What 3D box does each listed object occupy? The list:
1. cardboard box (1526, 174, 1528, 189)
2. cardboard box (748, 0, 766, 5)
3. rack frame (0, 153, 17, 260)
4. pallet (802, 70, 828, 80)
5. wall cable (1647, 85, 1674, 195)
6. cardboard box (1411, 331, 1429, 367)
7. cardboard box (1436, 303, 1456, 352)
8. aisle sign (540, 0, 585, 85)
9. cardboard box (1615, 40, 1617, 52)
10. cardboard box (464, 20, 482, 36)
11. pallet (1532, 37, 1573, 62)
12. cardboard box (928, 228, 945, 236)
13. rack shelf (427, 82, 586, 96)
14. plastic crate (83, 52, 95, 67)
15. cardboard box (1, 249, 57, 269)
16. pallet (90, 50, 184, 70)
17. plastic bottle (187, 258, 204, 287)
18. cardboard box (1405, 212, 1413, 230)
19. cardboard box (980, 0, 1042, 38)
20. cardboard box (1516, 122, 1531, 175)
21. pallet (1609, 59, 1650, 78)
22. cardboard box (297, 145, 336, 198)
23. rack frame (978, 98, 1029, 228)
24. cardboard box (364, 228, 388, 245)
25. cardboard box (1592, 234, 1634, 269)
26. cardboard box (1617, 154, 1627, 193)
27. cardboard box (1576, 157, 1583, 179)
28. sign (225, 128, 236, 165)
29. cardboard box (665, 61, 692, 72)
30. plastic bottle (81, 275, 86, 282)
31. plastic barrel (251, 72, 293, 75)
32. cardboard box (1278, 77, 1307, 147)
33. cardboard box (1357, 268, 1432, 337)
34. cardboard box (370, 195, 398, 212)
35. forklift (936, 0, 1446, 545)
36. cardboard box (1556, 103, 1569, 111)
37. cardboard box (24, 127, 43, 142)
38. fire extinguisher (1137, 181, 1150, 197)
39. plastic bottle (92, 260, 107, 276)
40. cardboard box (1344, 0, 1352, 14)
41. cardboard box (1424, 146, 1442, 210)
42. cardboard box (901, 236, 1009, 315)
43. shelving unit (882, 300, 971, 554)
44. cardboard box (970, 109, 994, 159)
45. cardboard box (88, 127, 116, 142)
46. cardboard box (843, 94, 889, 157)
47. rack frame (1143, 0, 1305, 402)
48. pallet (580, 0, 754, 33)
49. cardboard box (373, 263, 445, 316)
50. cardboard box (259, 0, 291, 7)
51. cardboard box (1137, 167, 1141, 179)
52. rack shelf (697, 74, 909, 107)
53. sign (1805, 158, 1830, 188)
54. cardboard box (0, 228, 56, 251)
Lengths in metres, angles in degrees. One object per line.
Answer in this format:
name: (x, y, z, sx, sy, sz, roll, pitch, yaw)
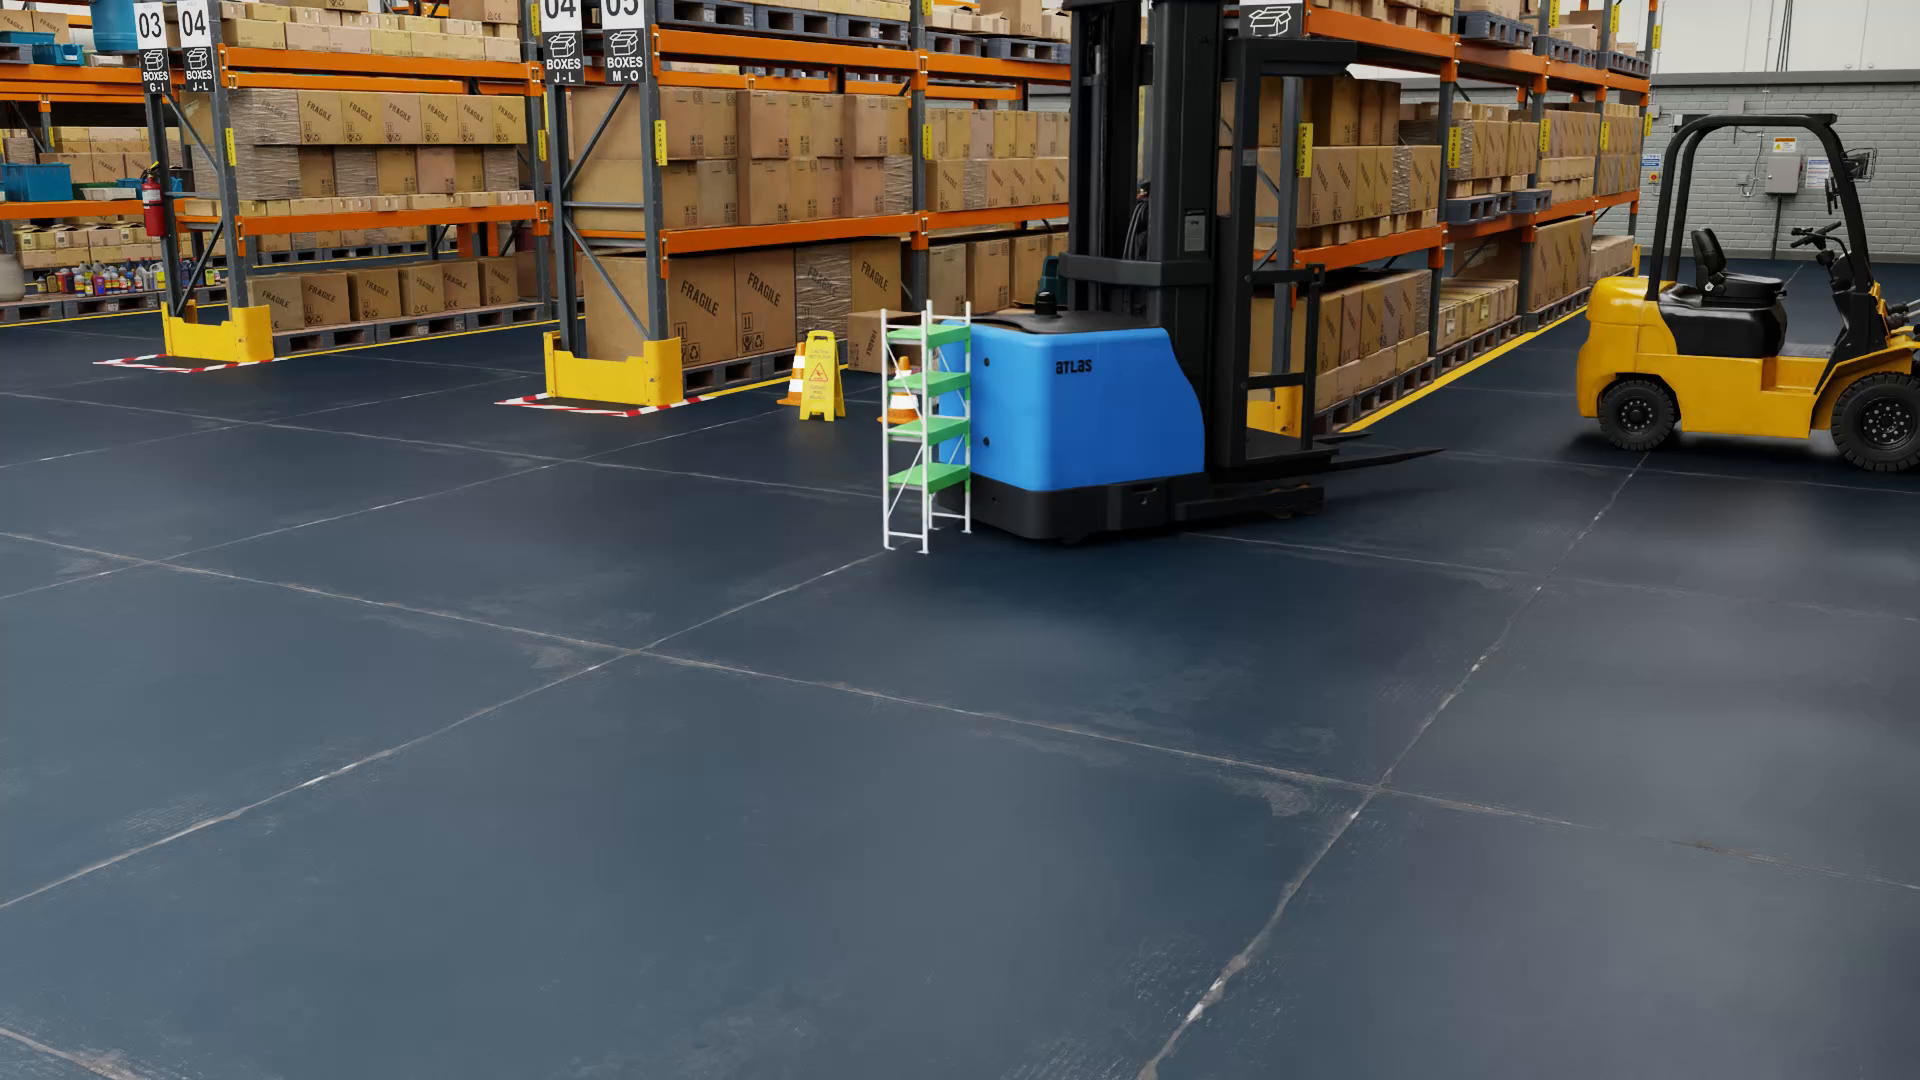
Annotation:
cardboard box: (5.499, -3.615, 16.767, 0.380, 0.149, 0.250, 8, 16, 29)
cardboard box: (-1.797, -4.419, 13.489, 0.380, 0.149, 0.250, 7, 15, 28)
rack frame: (-13.761, -5.115, 23.351, 1.000, 3.000, 0.127, 7, 15, 28)
pallet: (-2.354, -6.547, 23.293, 1.003, 0.211, 1.213, 8, 16, 31)
wall cable: (12.091, -7.000, 28.934, 0.585, 1.953, 0.123, 7, 15, 28)
cardboard box: (3.534, -1.585, 13.678, 0.500, 0.250, 0.500, 8, 16, 31)
cardboard box: (3.836, -1.904, 14.741, 0.950, 0.372, 0.625, 8, 16, 29)
aisle sign: (-3.028, -3.872, 12.647, 0.394, 0.787, 0.004, 7, 15, 28)
cardboard box: (8.618, -6.697, 22.594, 0.500, 0.311, 0.500, 8, 16, 29)
cardboard box: (-5.250, -5.366, 17.460, 0.380, 0.149, 0.250, 7, 15, 25)
pallet: (5.783, -5.194, 17.682, 1.213, 0.211, 1.003, 8, 16, 31)
cardboard box: (-0.834, -4.931, 26.224, 0.875, 0.875, 0.875, 7, 15, 28)
rack shelf: (-6.526, -6.893, 25.859, 1.077, 0.370, 4.000, 7, 15, 28)
plastic crate: (-10.428, -5.616, 19.478, 0.336, 0.188, 0.450, 7, 15, 28)
cardboard box: (-13.349, -4.037, 23.851, 0.500, 0.250, 0.500, 7, 15, 27)
pallet: (-9.690, -5.760, 20.030, 1.213, 0.211, 1.003, 7, 15, 28)
plastic bottle: (-9.486, -3.315, 20.595, 0.144, 0.351, 0.185, 7, 15, 27)
cardboard box: (3.387, -2.550, 13.247, 0.380, 0.149, 0.250, 7, 15, 28)
cardboard box: (0.541, -5.601, 17.644, 0.500, 0.500, 0.500, 7, 15, 28)
cardboard box: (5.301, -3.855, 16.380, 0.500, 0.500, 0.500, 7, 15, 27)
pallet: (9.036, -6.593, 23.269, 1.003, 0.211, 1.213, 7, 15, 28)
cardboard box: (-6.598, -3.590, 16.178, 0.875, 0.500, 0.500, 7, 15, 28)
rack frame: (0.710, -6.454, 28.904, 1.000, 3.000, 0.127, 7, 15, 28)
cardboard box: (-10.370, -5.418, 29.002, 0.500, 0.500, 0.500, 8, 16, 29)
cardboard box: (9.154, -4.143, 23.889, 0.875, 0.438, 0.875, 7, 15, 26)
cardboard box: (8.650, -4.936, 22.392, 0.500, 0.500, 0.500, 8, 16, 30)
cardboard box: (6.971, -4.352, 19.440, 0.500, 0.250, 0.500, 8, 16, 29)
sign: (-6.549, -3.531, 14.932, 0.100, 0.325, 0.005, 7, 15, 28)
cardboard box: (-3.645, -5.867, 20.388, 0.500, 0.250, 0.500, 8, 16, 30)
plastic bottle: (-10.525, -3.079, 19.938, 0.097, 0.201, 0.097, 0, 14, 0)
plastic barrel: (-9.054, -6.518, 21.701, 0.600, 0.901, 0.600, 0, 14, 0)
cardboard box: (1.958, -2.960, 11.431, 0.700, 0.500, 0.500, 8, 15, 29)
cardboard box: (3.533, -1.949, 13.590, 0.500, 0.500, 0.500, 7, 15, 27)
cardboard box: (-5.868, -3.377, 16.679, 0.380, 0.149, 0.250, 7, 15, 28)
forklift: (1.402, -1.635, 9.061, 3.031, 2.935, 1.130, -8, 16, -30)
cardboard box: (7.545, -5.502, 21.223, 0.380, 0.149, 0.250, 8, 16, 29)
cardboard box: (-16.173, -7.186, 29.451, 0.500, 0.250, 0.500, 8, 16, 30)
fire extinguisher: (1.192, -2.040, 10.759, 0.296, 0.674, 0.183, 7, 15, 28)
plastic bottle: (-10.477, -3.235, 20.264, 0.144, 0.351, 0.185, 7, 15, 28)
cardboard box: (2.400, -3.584, 11.135, 0.380, 0.149, 0.250, 7, 15, 28)
cardboard box: (3.587, -2.943, 13.493, 0.500, 0.500, 0.500, 7, 15, 27)
cardboard box: (-0.107, -2.855, 17.879, 1.050, 0.750, 0.750, 7, 15, 28)
shelving unit: (-0.163, -0.579, 8.376, 0.258, 1.200, 0.503, 6, 15, 25)
cardboard box: (-0.071, -4.256, 17.440, 0.700, 0.500, 0.500, 8, 15, 28)
cardboard box: (-15.461, -7.238, 29.666, 0.500, 0.250, 0.500, 7, 15, 27)
cardboard box: (-1.170, -3.809, 15.310, 0.875, 0.550, 0.550, 7, 15, 28)
rack frame: (1.651, -2.049, 10.631, 1.000, 3.000, 0.127, 7, 15, 28)
pallet: (-2.382, -4.157, 13.166, 1.003, 0.211, 1.213, 7, 15, 28)
cardboard box: (-5.821, -2.649, 17.558, 0.500, 0.500, 0.500, 6, 15, 23)
cardboard box: (-6.497, -5.413, 16.269, 0.500, 0.500, 0.500, 7, 15, 28)
cardboard box: (2.045, -4.602, 20.861, 0.380, 0.149, 0.250, 8, 16, 30)
rack shelf: (-2.190, -6.331, 23.531, 1.077, 0.370, 4.000, 7, 15, 28)
sign: (14.392, -6.163, 27.900, 0.329, 0.494, 0.001, 7, 15, 28)
cardboard box: (-13.343, -4.312, 23.793, 0.500, 0.311, 0.500, 7, 15, 28)
